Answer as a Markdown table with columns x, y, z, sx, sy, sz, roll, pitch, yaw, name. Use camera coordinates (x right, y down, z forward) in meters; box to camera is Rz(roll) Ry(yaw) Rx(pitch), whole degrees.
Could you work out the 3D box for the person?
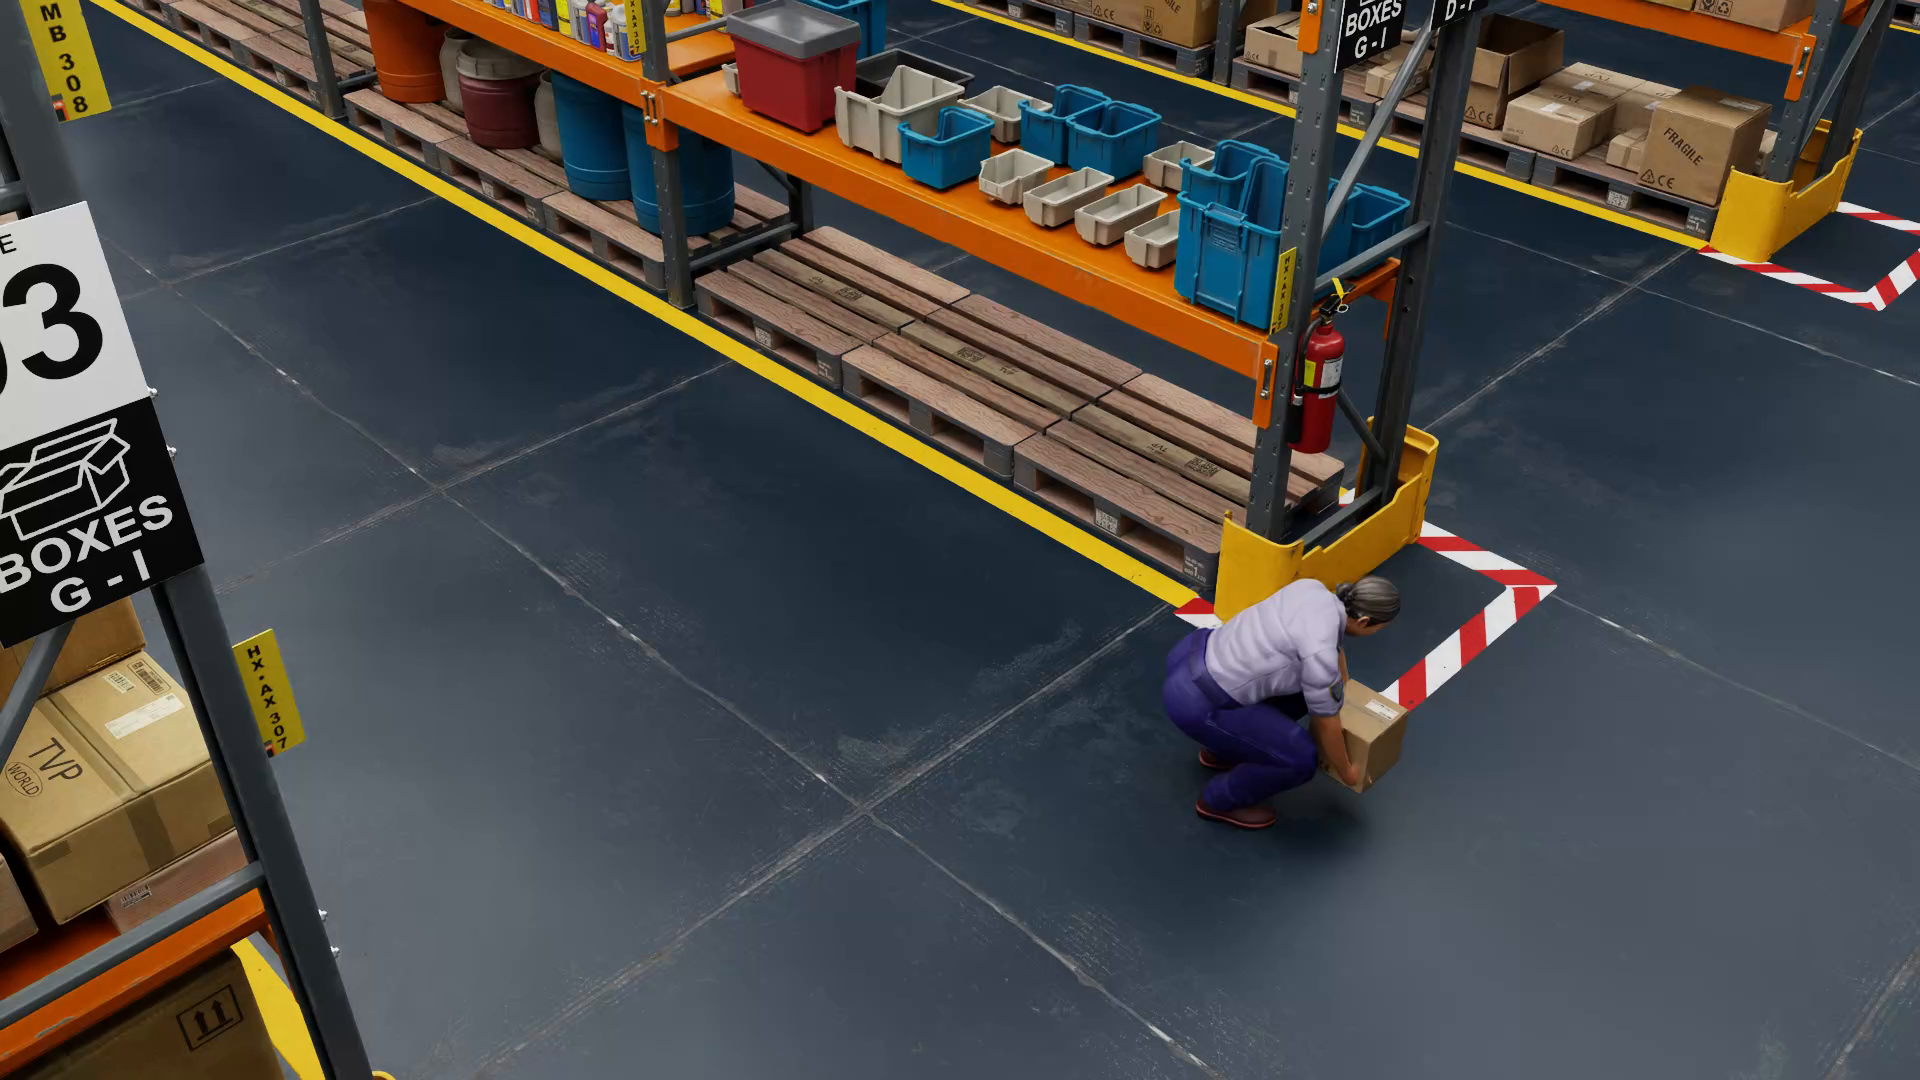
| x | y | z | sx | sy | sz | roll | pitch | yaw | name |
| --- | --- | --- | --- | --- | --- | --- | --- | --- | --- |
| 1.132 | 0.534 | 5.979 | 0.795 | 0.998 | 0.529 | 6 | 36 | 8 | person |
